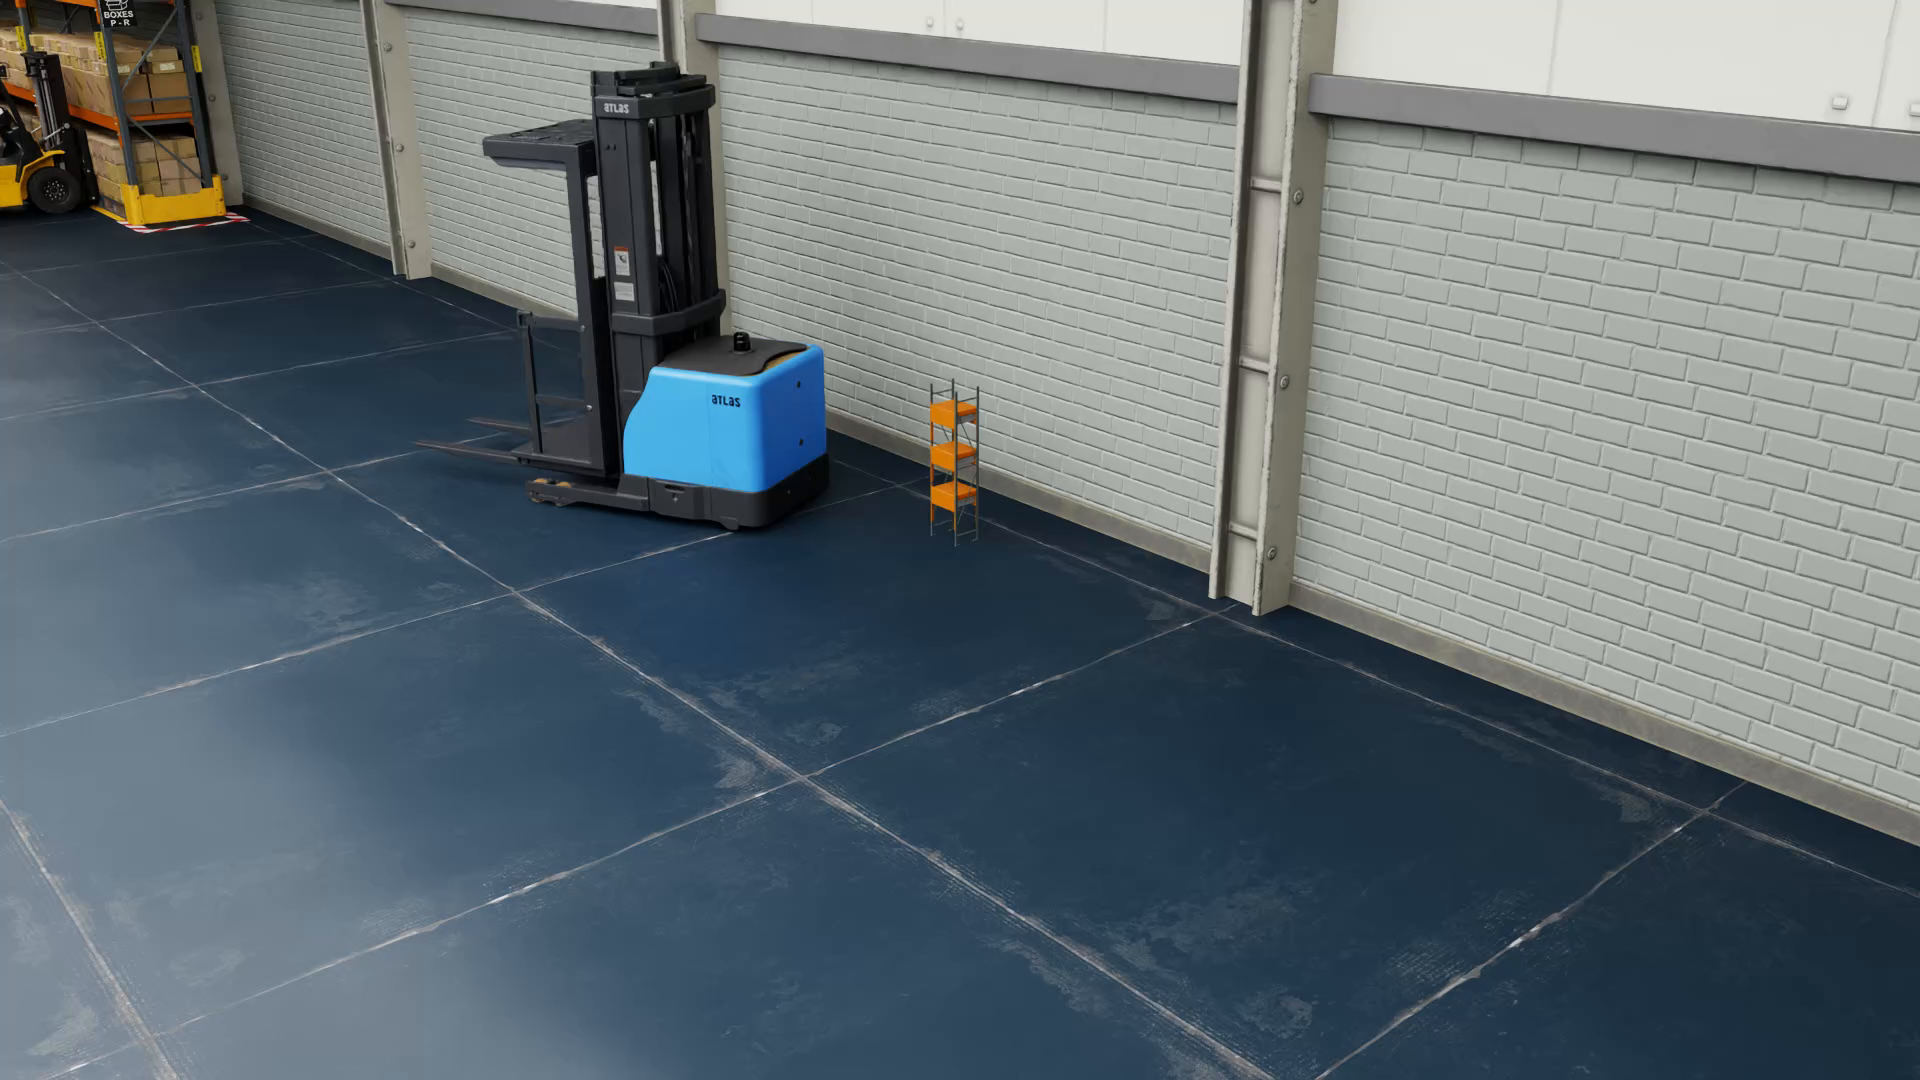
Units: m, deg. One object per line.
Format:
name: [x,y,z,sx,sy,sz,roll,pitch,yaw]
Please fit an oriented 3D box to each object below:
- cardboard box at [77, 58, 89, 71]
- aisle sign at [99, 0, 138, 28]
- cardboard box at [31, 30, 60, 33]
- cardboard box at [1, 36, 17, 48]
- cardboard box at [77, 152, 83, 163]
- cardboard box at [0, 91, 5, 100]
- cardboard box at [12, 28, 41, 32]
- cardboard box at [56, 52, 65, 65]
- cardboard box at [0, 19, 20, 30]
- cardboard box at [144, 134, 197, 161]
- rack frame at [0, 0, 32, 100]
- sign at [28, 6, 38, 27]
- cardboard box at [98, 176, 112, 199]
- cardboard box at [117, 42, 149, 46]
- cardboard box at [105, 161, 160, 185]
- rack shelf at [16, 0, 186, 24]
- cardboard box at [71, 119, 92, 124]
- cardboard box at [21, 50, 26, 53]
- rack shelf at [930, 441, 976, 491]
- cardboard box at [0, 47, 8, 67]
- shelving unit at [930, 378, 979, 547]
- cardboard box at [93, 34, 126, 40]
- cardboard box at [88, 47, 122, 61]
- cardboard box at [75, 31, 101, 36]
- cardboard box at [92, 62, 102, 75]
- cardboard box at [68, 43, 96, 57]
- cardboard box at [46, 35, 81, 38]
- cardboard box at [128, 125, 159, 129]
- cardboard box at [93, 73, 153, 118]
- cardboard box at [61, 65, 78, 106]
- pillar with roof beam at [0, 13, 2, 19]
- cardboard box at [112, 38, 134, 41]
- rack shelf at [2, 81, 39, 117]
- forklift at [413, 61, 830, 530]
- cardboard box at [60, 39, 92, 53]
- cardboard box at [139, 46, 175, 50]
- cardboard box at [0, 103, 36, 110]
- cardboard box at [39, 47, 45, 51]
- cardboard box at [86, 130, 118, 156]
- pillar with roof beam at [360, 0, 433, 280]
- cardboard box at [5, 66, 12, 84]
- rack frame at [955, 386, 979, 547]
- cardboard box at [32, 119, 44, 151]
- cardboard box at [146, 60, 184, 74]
cardboard box: [-11.340,-6.264,21.836,0.380,0.149,0.250,-19,28,-39]
aisle sign: [-10.405,-6.725,20.476,0.394,0.787,0.004,-17,27,-37]
cardboard box: [-14.153,-7.797,25.751,0.380,0.149,0.250,-18,28,-38]
cardboard box: [-14.084,-7.444,24.849,0.380,0.149,0.250,-17,27,-37]
cardboard box: [-11.776,-5.228,22.728,0.500,0.250,0.500,-18,27,-38]
cardboard box: [-15.928,-7.494,27.967,0.380,0.149,0.250,-17,27,-37]
cardboard box: [-14.704,-7.988,26.238,0.380,0.149,0.250,-17,27,-37]
cardboard box: [-12.014,-6.545,22.554,0.380,0.149,0.250,-19,28,-39]
cardboard box: [-15.665,-8.234,27.181,0.500,0.500,0.500,-16,26,-35]
cardboard box: [-10.396,-5.161,21.871,0.500,0.250,0.500,-18,28,-38]
rack frame: [-15.448,-7.813,26.818,1.000,3.000,0.127,-17,27,-37]
sign: [-15.029,-8.485,26.946,0.100,0.325,0.005,-17,27,-37]
cardboard box: [-11.089,-4.712,22.095,0.500,0.250,0.500,-17,27,-37]
cardboard box: [-10.953,-6.522,22.088,0.380,0.149,0.250,-16,27,-36]
cardboard box: [-10.780,-4.810,21.662,0.500,0.250,0.500,-18,28,-38]
rack shelf: [-11.531,-7.217,22.170,1.077,0.370,4.000,-17,27,-37]
cardboard box: [-12.432,-5.736,23.340,0.500,0.250,0.500,-17,27,-37]
cardboard box: [-13.410,-7.165,24.137,0.380,0.149,0.250,-18,28,-38]
rack shelf: [-0.035,-0.494,10.834,0.215,0.259,0.240,-17,27,-37]
cardboard box: [-14.021,-7.228,24.846,0.500,0.250,0.500,-17,27,-36]
shelving unit: [-0.035,-0.504,10.830,0.215,1.050,0.252,-17,27,-37]
cardboard box: [-11.873,-6.975,23.245,0.380,0.149,0.250,-18,28,-38]
cardboard box: [-10.995,-6.265,21.432,0.380,0.149,0.250,-17,27,-36]
cardboard box: [-12.399,-7.178,23.764,0.380,0.149,0.250,-17,27,-37]
cardboard box: [-10.853,-6.044,21.275,0.380,0.149,0.250,-17,27,-37]
cardboard box: [-11.528,-6.467,21.948,0.380,0.149,0.250,-17,27,-36]
cardboard box: [-12.441,-6.917,23.096,0.380,0.149,0.250,-18,28,-38]
cardboard box: [-11.372,-5.582,22.946,0.500,0.250,0.500,-18,28,-38]
cardboard box: [-10.746,-5.722,21.344,0.500,0.500,0.500,-18,28,-39]
cardboard box: [-11.749,-6.146,22.425,0.500,0.500,0.500,-17,27,-37]
pillar with roof beam: [-21.092,-11.093,26.968,9.100,9.000,0.400,-17,27,-37]
cardboard box: [-11.446,-6.739,22.643,0.380,0.149,0.250,-16,27,-36]
rack shelf: [-14.142,-6.925,25.538,1.077,0.370,4.000,-17,27,-37]
forklift: [-2.490,-1.764,11.470,3.031,2.935,1.130,9,23,22]
cardboard box: [-11.952,-6.699,22.540,0.380,0.149,0.250,-18,27,-38]
cardboard box: [-10.409,-6.321,21.576,0.380,0.149,0.250,-16,27,-36]
cardboard box: [-14.618,-6.548,26.270,0.875,0.625,0.625,-16,27,-36]
cardboard box: [-12.658,-6.834,23.293,0.380,0.149,0.250,-17,27,-36]
cardboard box: [-11.437,-5.313,22.259,0.500,0.250,0.500,-17,27,-37]
pillar with roof beam: [-9.342,-6.120,14.271,9.100,9.000,0.400,-17,27,-37]
cardboard box: [-13.997,-6.997,24.940,0.500,0.250,0.500,-17,27,-37]
rack frame: [0.045,-0.470,10.744,0.200,1.050,0.008,-17,27,-37]
cardboard box: [-13.186,-5.939,24.714,0.875,0.625,0.625,-16,26,-35]
cardboard box: [-10.250,-6.106,21.435,0.380,0.149,0.250,-18,28,-39]
